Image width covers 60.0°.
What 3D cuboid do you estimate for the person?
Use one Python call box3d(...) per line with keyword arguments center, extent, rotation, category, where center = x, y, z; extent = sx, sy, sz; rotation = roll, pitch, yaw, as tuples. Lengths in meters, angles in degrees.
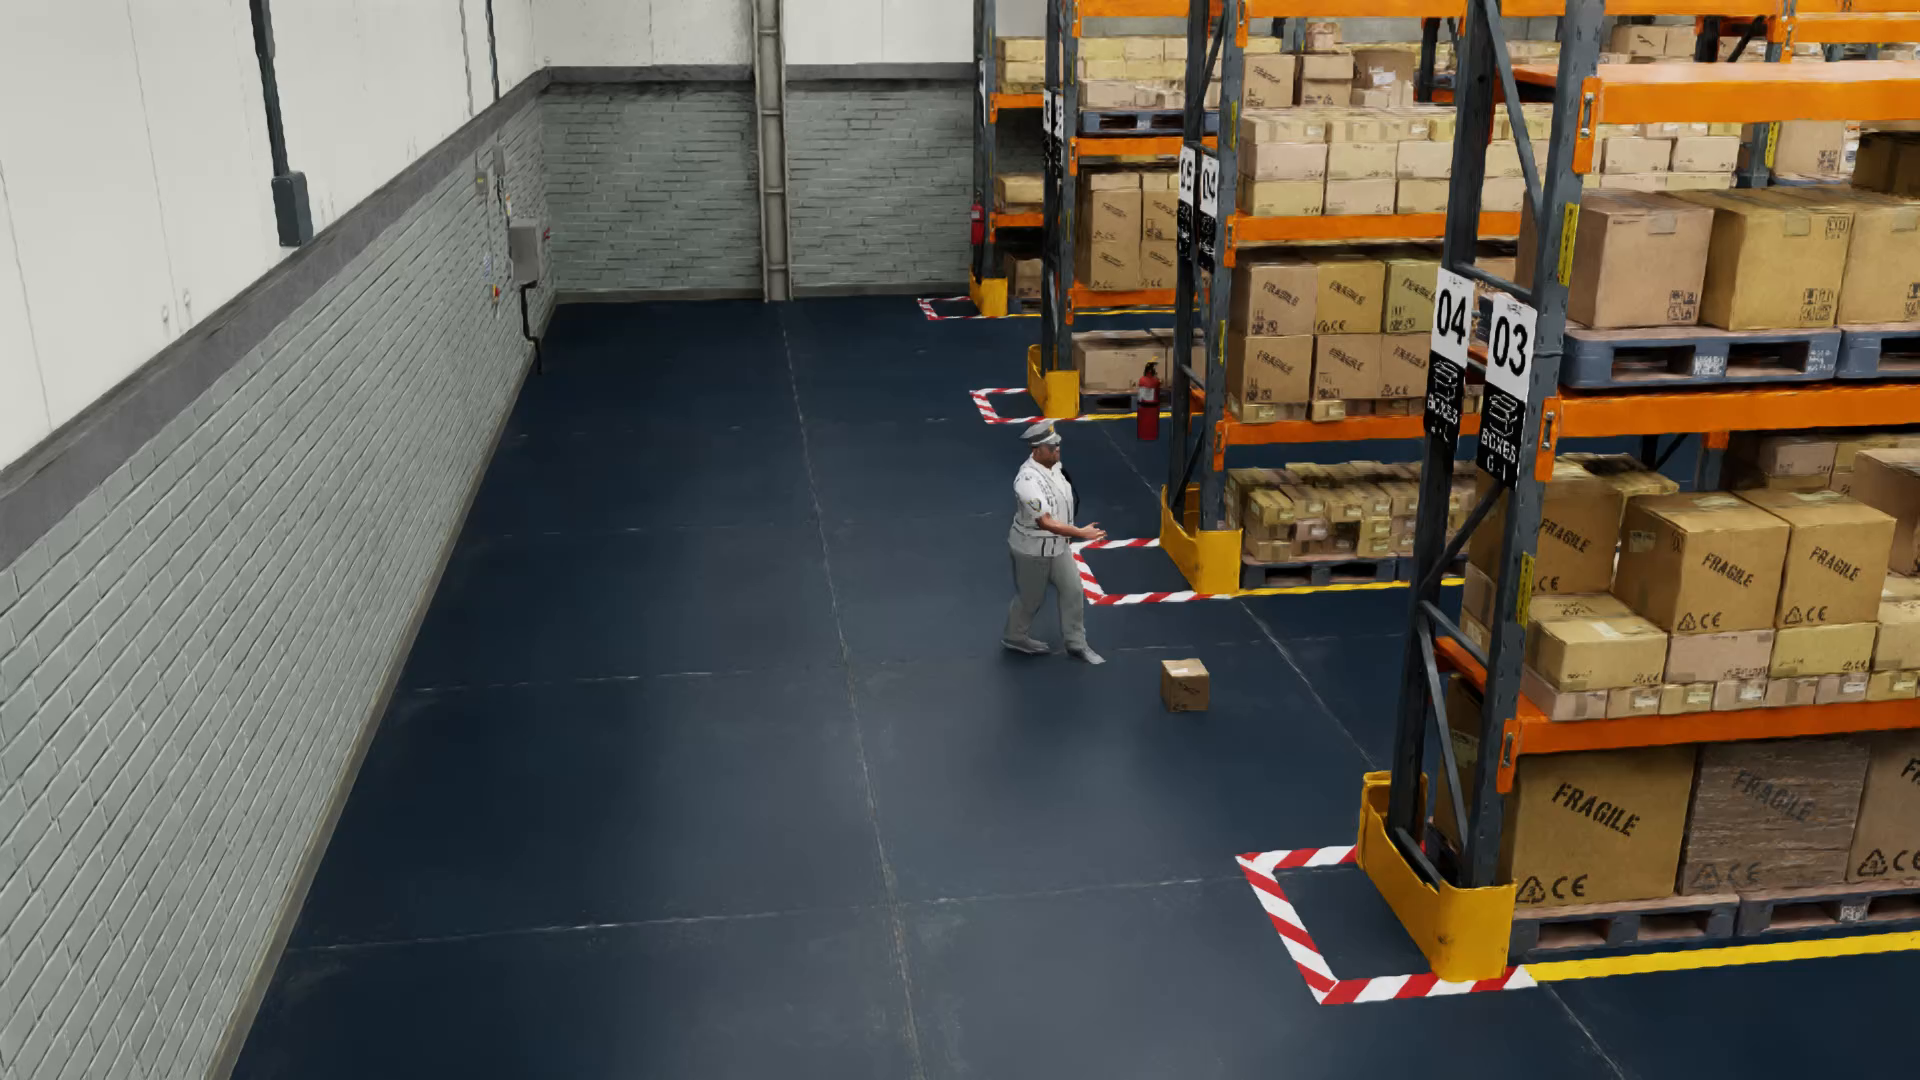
box3d(center=(0.628, 0.032, 11.094), extent=(0.784, 1.793, 0.733), rotation=(12, 23, 30), category="person")
